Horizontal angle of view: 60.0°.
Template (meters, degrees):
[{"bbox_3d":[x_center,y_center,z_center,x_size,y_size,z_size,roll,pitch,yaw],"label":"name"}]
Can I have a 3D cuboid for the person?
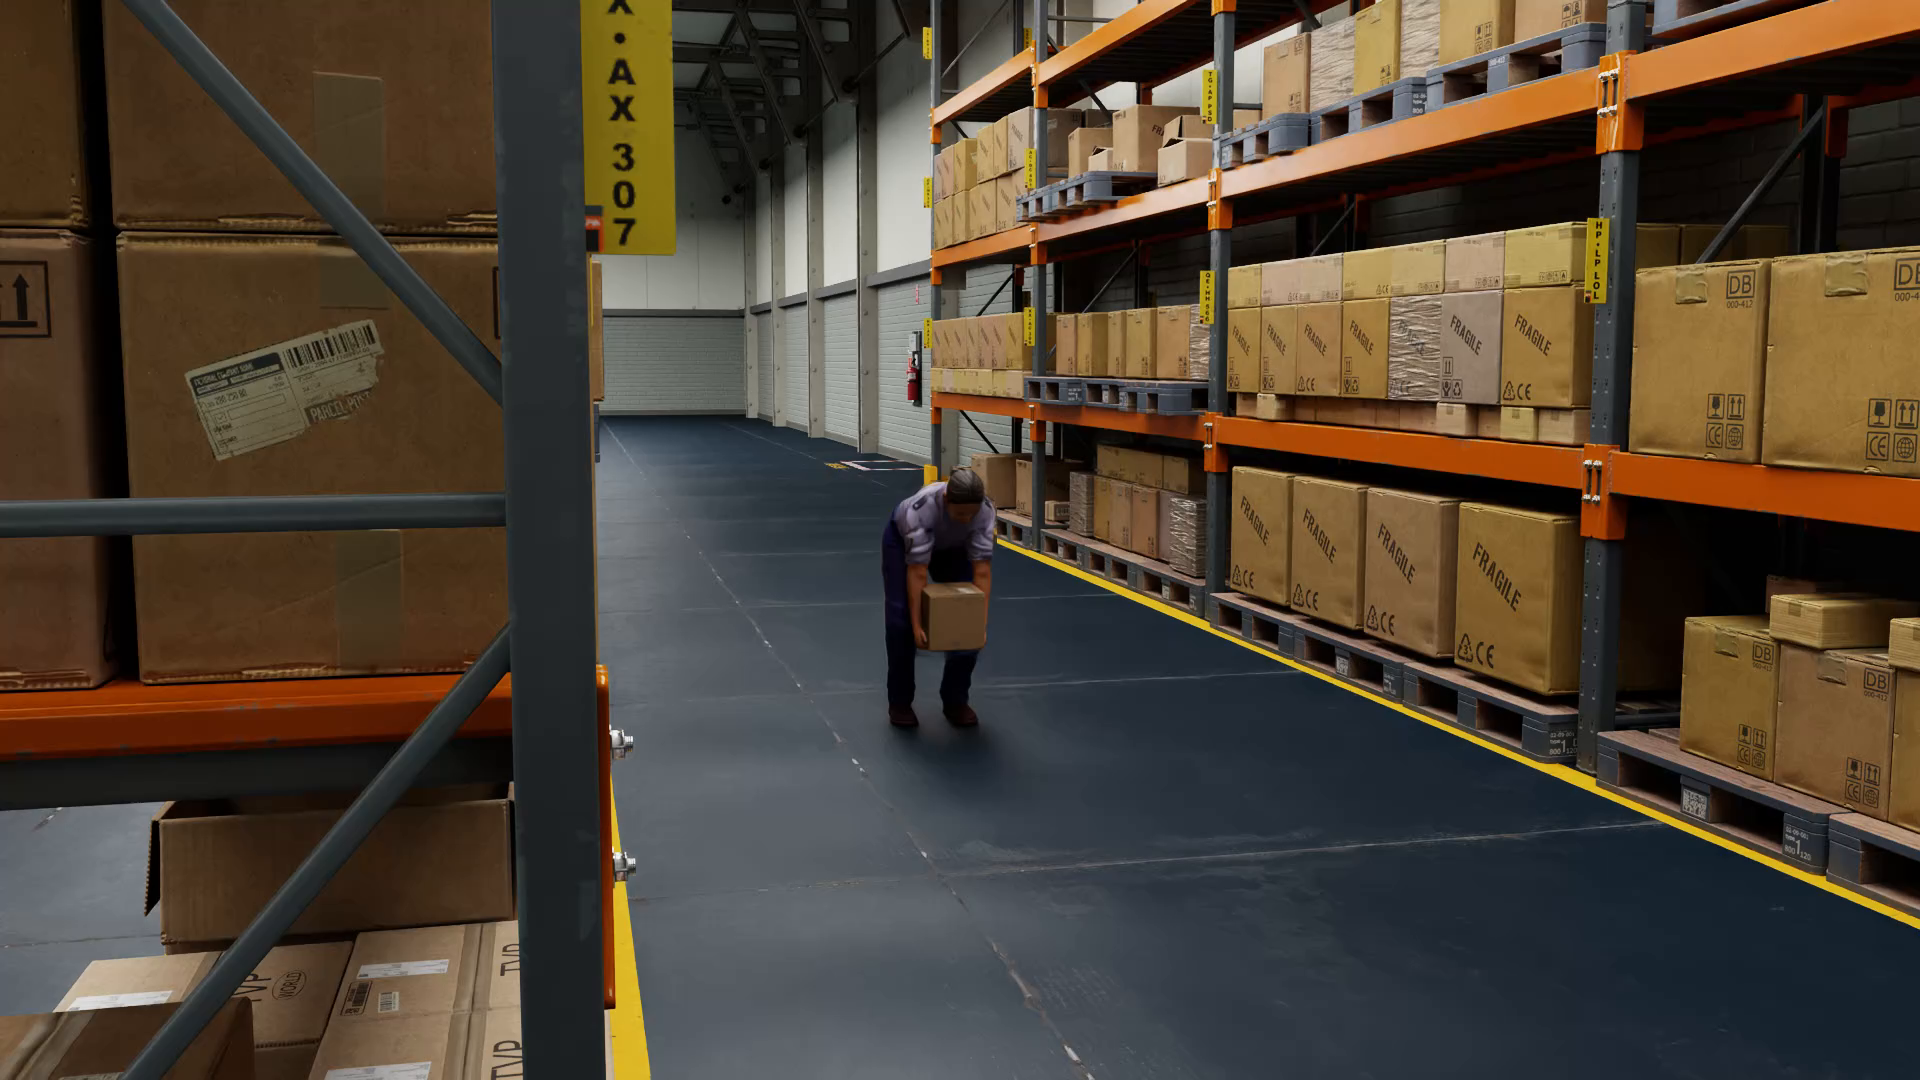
[{"bbox_3d":[-0.086,0.260,7.469,0.451,1.199,0.874,-2,6,-15],"label":"person"}]
